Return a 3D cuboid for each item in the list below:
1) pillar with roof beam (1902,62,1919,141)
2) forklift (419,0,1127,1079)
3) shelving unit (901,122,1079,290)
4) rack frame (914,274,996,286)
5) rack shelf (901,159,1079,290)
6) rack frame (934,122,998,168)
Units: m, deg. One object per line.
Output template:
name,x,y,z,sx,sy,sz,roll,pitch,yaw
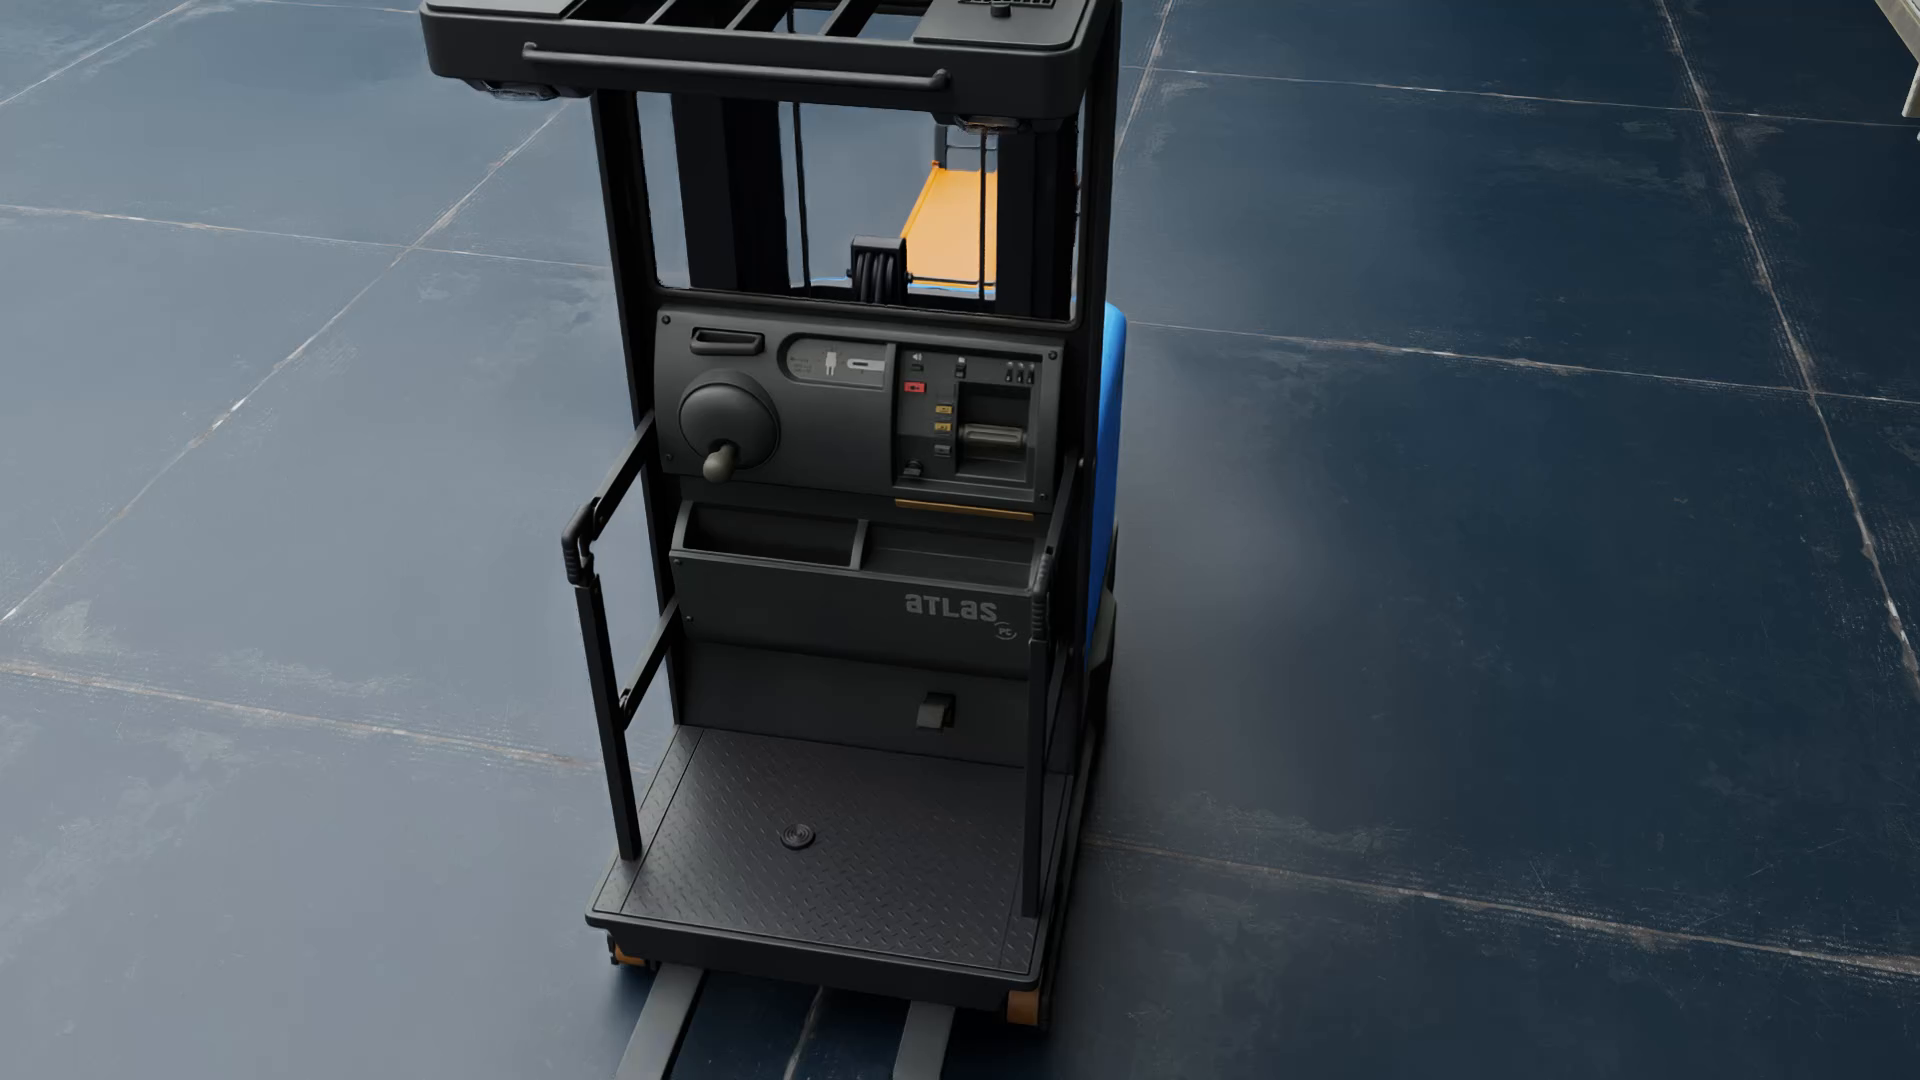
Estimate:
pillar with roof beam,0.947,-6.339,6.828,9.100,9.000,0.400,7,37,10
forklift,-0.272,-0.228,3.568,1.130,2.935,3.031,6,36,9
shelving unit,0.065,-0.694,5.749,0.538,1.125,1.048,6,36,9
rack frame,-0.028,-0.400,5.344,0.500,1.125,0.032,6,36,9
rack shelf,0.065,-0.931,5.577,0.538,0.278,1.000,6,36,9
rack frame,0.158,-0.987,6.153,0.500,1.125,0.032,6,36,9
